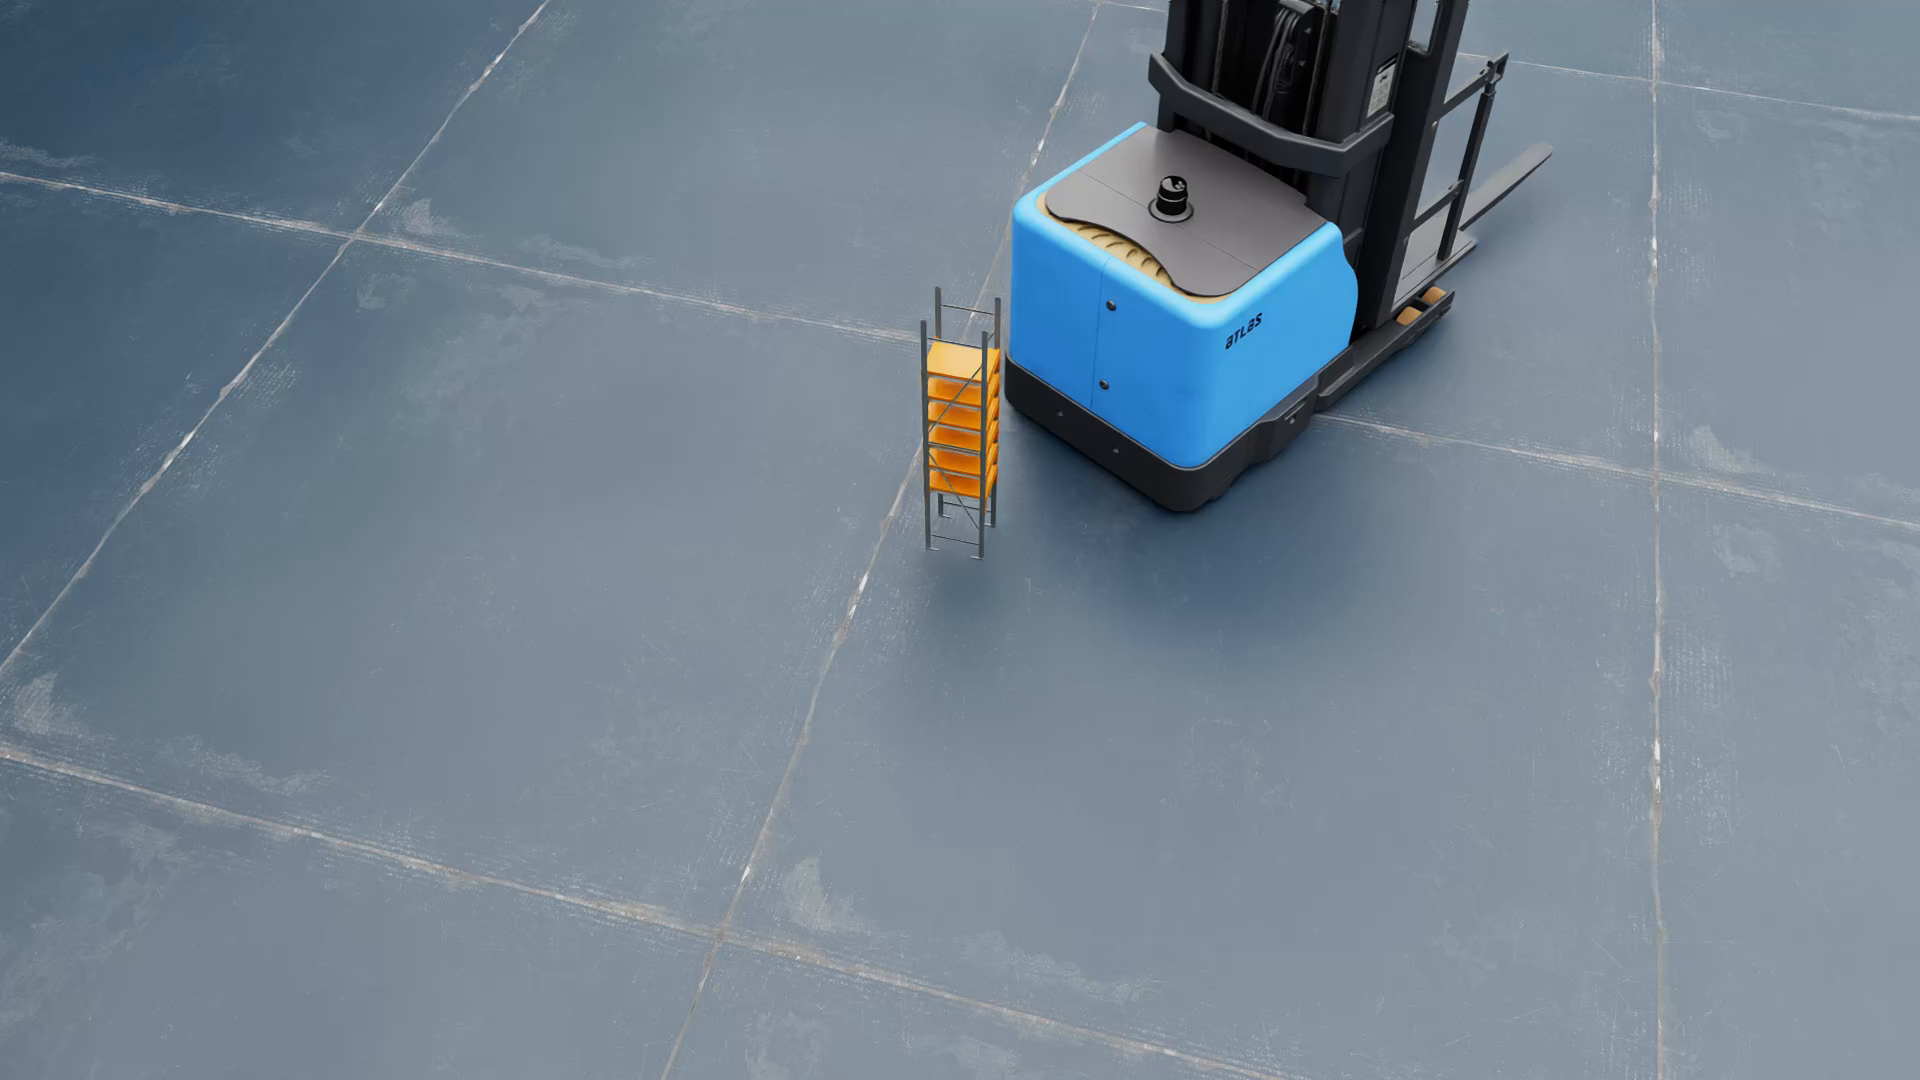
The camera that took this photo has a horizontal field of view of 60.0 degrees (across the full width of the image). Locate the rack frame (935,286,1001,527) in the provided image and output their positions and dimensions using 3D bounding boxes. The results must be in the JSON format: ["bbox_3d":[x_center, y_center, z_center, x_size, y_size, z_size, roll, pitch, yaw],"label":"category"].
[{"bbox_3d":[0.028,-0.474,6.287,0.240,1.200,0.006,12,50,10],"label":"rack frame"}]

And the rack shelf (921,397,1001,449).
[{"bbox_3d":[0.004,-0.458,6.172,0.258,0.103,0.180,12,50,10],"label":"rack shelf"}]

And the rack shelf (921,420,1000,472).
[{"bbox_3d":[0.004,-0.378,6.262,0.258,0.103,0.180,12,50,10],"label":"rack shelf"}]

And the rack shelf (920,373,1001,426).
[{"bbox_3d":[0.004,-0.537,6.082,0.258,0.103,0.180,12,50,10],"label":"rack shelf"}]

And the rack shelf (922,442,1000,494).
[{"bbox_3d":[0.004,-0.299,6.352,0.258,0.103,0.180,12,50,10],"label":"rack shelf"}]

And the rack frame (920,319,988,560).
[{"bbox_3d":[-0.020,-0.341,6.170,0.240,1.200,0.006,12,50,10],"label":"rack frame"}]

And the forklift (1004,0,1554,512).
[{"bbox_3d":[1.579,-2.089,6.557,1.130,2.935,3.031,36,58,28],"label":"forklift"}]

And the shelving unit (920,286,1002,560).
[{"bbox_3d":[0.004,-0.407,6.228,0.258,1.200,0.189,12,50,10],"label":"shelving unit"}]

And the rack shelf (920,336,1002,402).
[{"bbox_3d":[0.004,-0.616,5.992,0.258,0.103,0.180,12,50,10],"label":"rack shelf"}]

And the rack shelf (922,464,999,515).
[{"bbox_3d":[0.004,-0.219,6.442,0.258,0.103,0.180,12,50,10],"label":"rack shelf"}]
